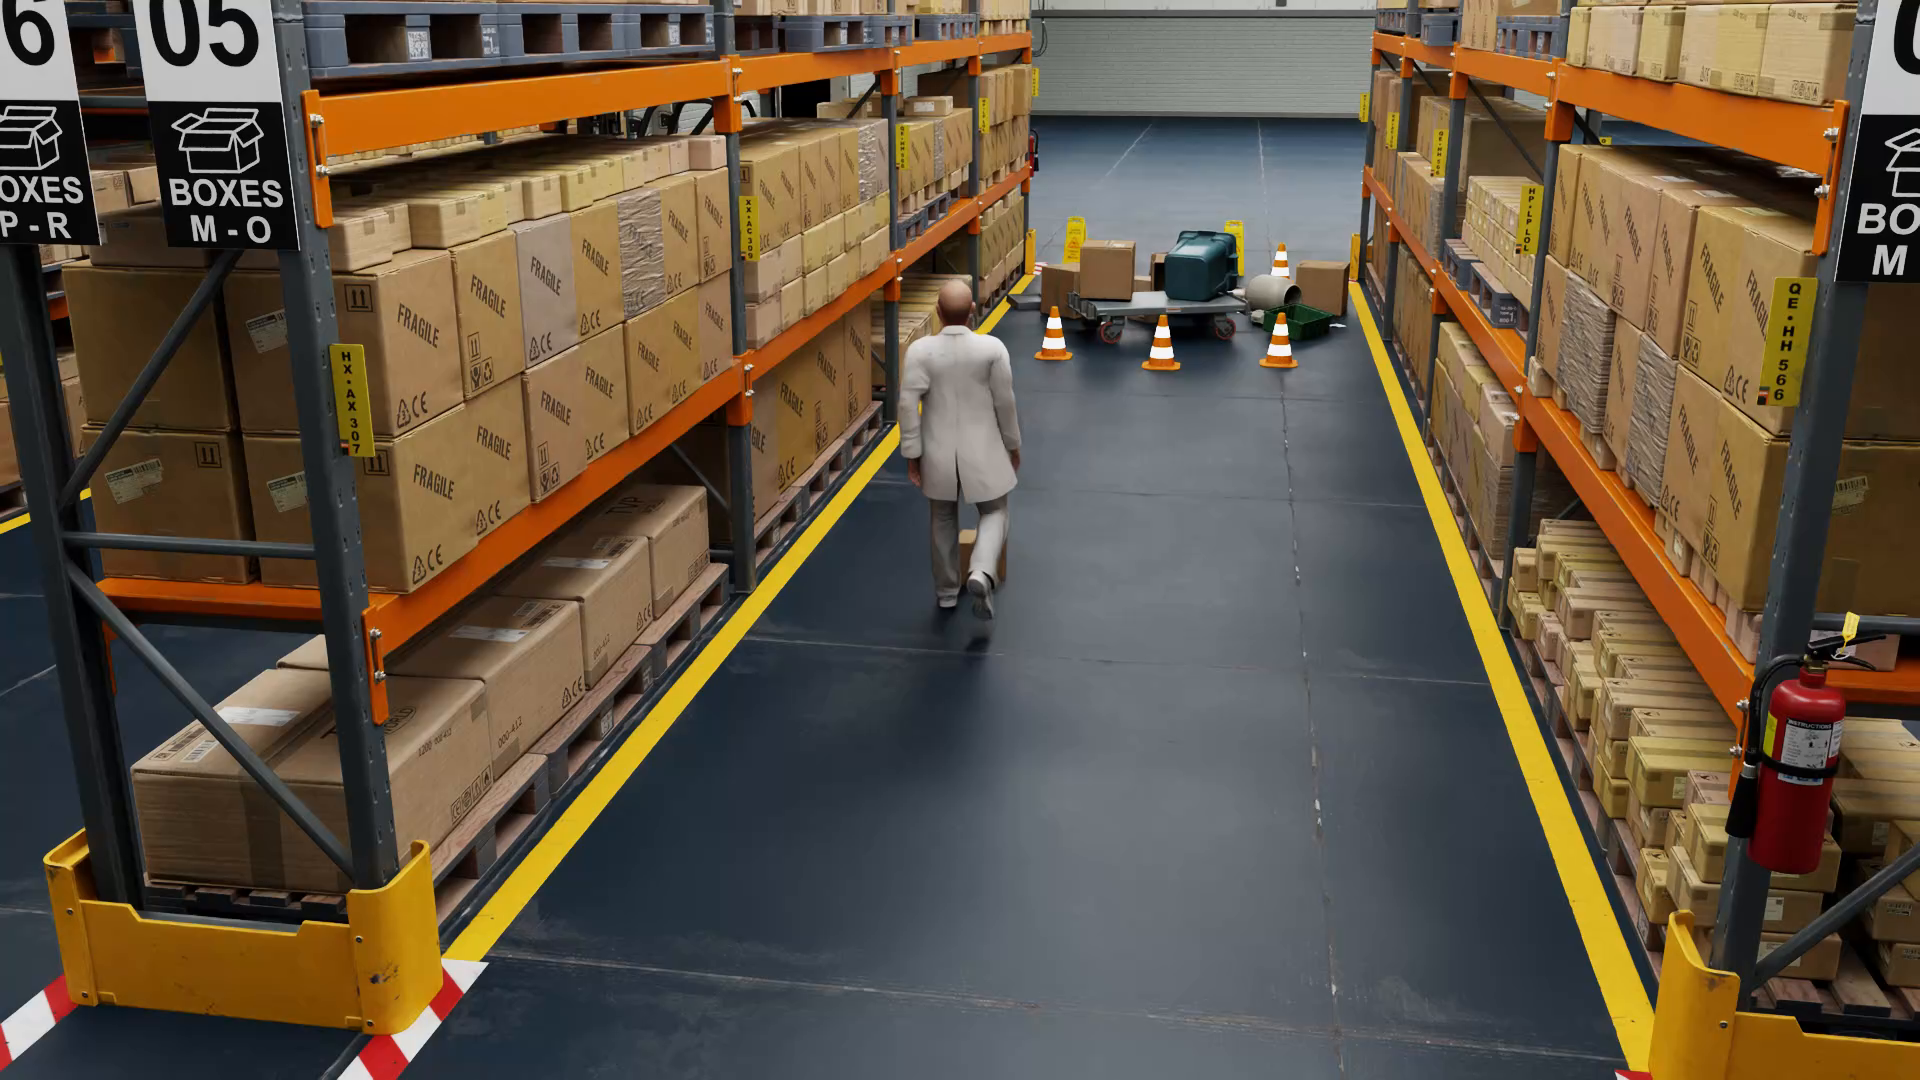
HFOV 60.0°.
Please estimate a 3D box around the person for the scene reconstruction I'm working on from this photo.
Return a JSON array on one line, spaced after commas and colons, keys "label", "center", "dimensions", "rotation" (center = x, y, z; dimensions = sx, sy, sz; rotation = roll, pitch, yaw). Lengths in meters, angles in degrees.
[{"label": "person", "center": [0.008, -0.456, 8.466], "dimensions": [0.607, 1.762, 0.846], "rotation": [2, 18, 7]}]
